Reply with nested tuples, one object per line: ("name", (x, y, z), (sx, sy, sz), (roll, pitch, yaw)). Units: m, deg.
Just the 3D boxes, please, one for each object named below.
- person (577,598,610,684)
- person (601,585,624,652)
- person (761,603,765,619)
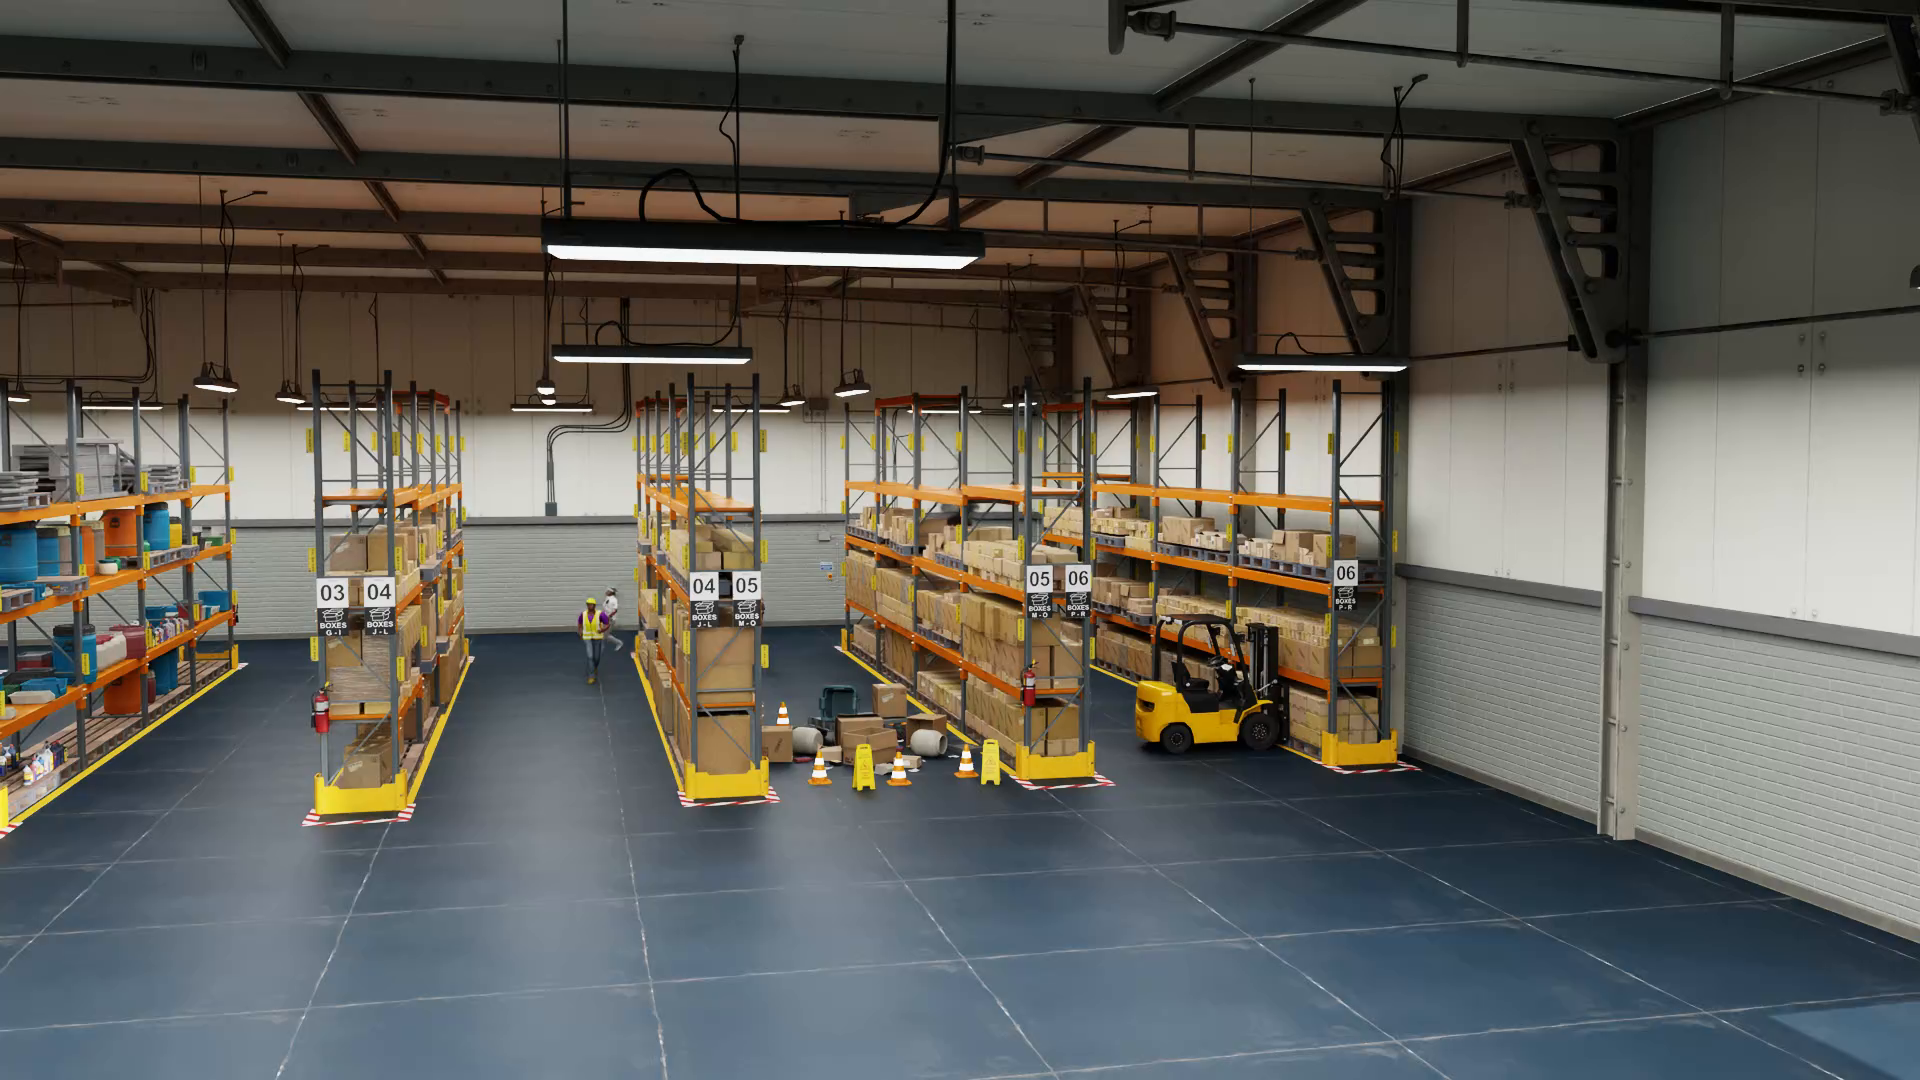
("person", (-7.736, 2.104, 35.102), (0.689, 1.767, 0.852), (0, 3, -7))
("person", (-8.431, 1.891, 39.795), (0.686, 1.632, 0.591), (-1, 4, -23))
("person", (-4.870, 1.920, 38.244), (0.707, 1.736, 0.692), (-1, 3, -17))
